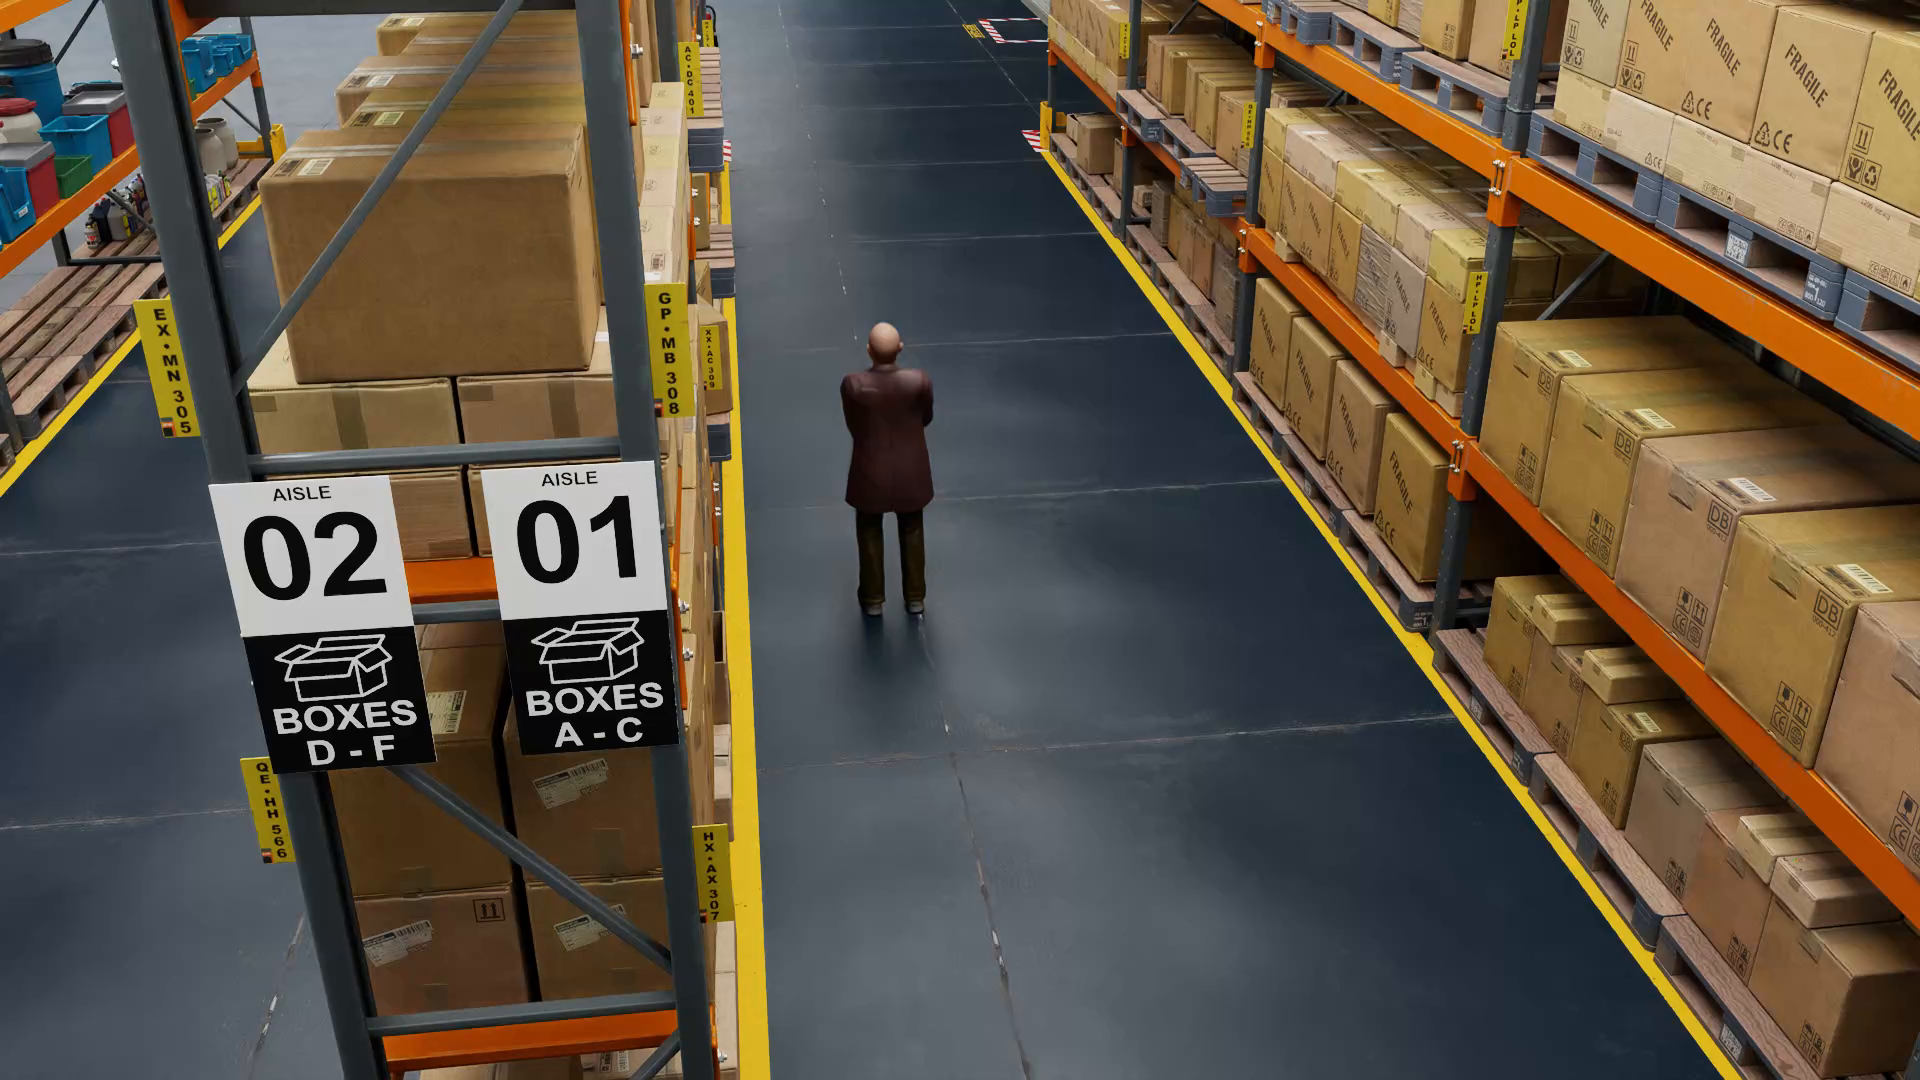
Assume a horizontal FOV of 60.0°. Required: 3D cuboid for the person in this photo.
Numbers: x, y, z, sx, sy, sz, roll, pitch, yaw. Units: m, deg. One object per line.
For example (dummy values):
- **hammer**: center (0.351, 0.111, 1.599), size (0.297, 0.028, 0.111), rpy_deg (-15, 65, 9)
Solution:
- **person**: center (-0.418, -0.455, 9.541), size (0.529, 1.772, 0.561), rpy_deg (-3, 27, -6)
